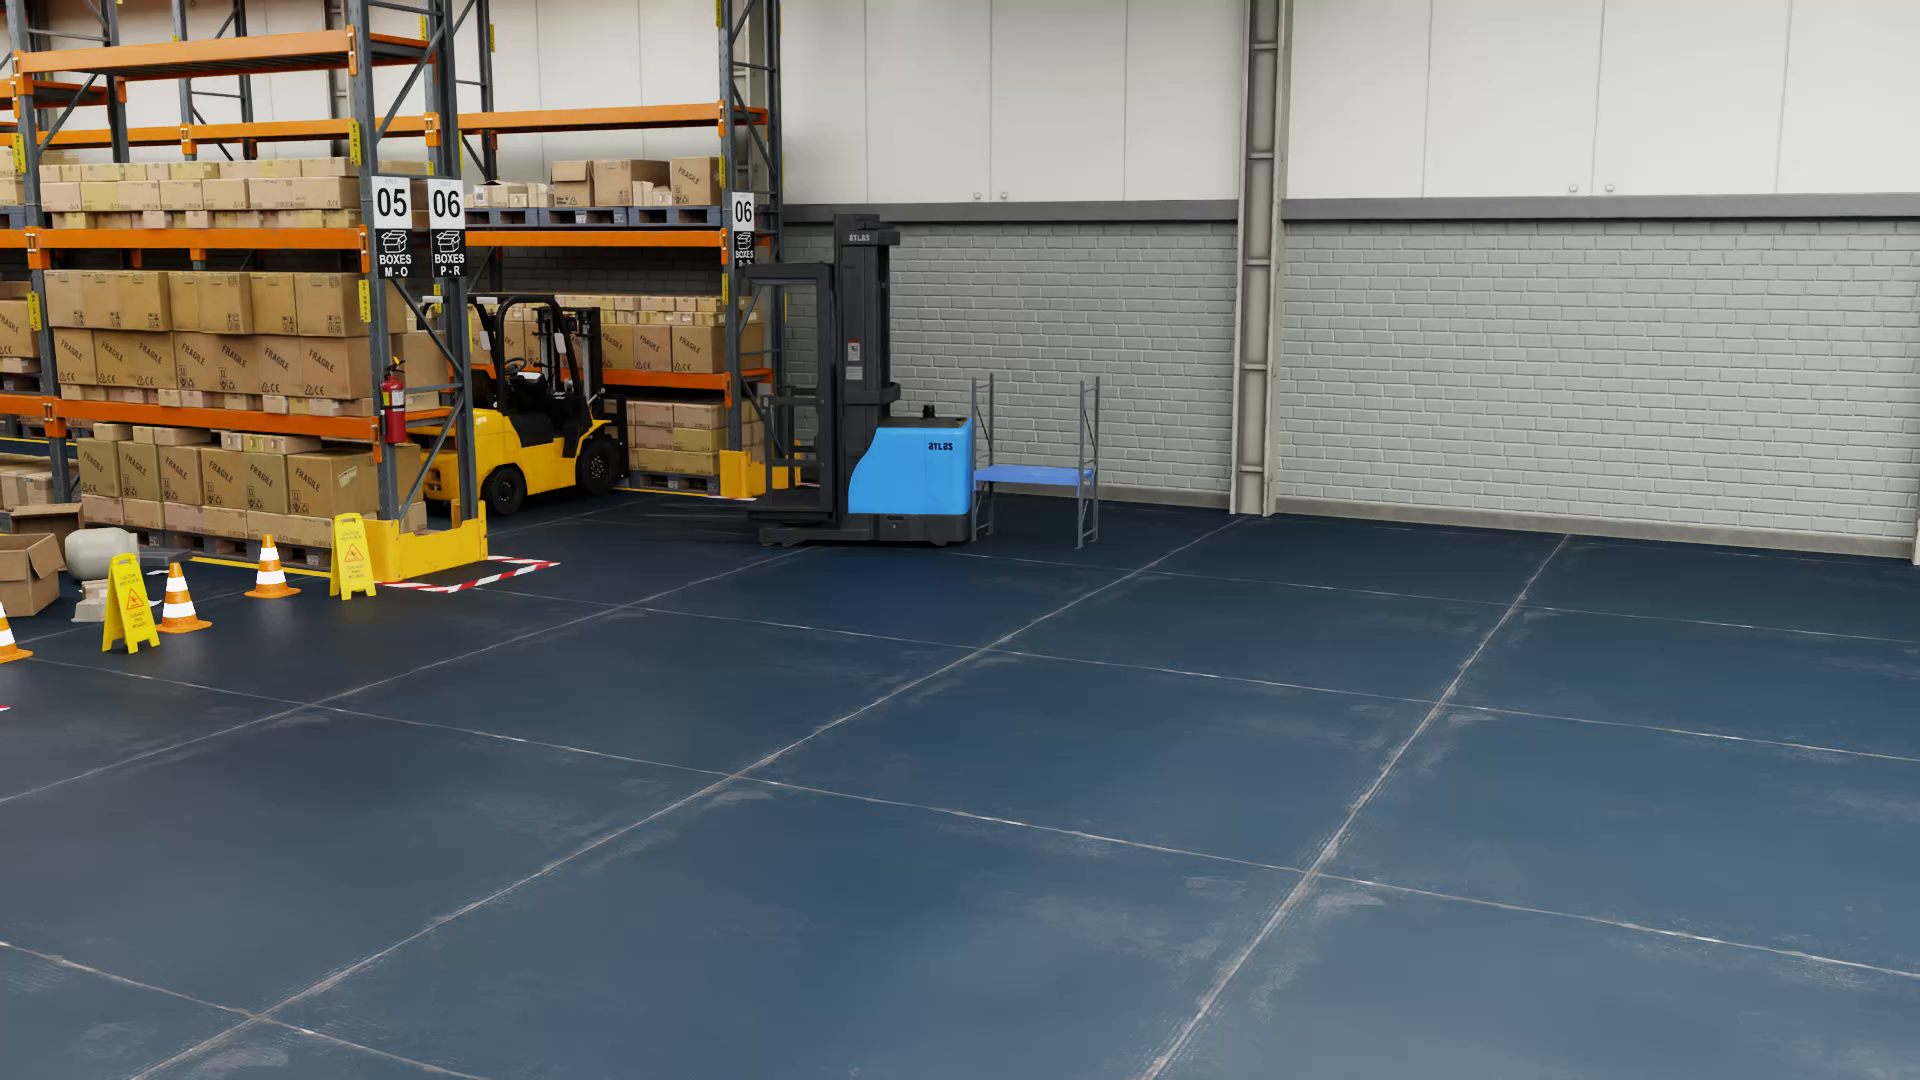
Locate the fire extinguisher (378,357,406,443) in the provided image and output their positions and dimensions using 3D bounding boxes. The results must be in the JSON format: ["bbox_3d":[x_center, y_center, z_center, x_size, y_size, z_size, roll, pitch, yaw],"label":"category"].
[{"bbox_3d":[-4.498,-1.111,13.184,0.183,0.674,0.296,5,11,26],"label":"fire extinguisher"}]

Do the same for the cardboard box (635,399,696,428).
[{"bbox_3d":[-3.215,-1.396,18.276,0.500,0.250,0.500,5,12,27],"label":"cardboard box"}]

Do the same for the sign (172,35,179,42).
[{"bbox_3d":[-9.609,-6.018,20.391,0.005,0.325,0.100,5,11,26],"label":"sign"}]

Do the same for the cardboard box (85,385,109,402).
[{"bbox_3d":[-7.594,-1.336,14.913,0.250,0.149,0.380,5,12,27],"label":"cardboard box"}]

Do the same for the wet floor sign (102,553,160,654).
[{"bbox_3d":[-5.594,0.411,11.166,0.232,0.644,0.267,3,11,16],"label":"wet floor sign"}]

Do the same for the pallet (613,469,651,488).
[{"bbox_3d":[-3.998,-0.803,19.092,1.213,0.211,1.003,5,11,26],"label":"pallet"}]

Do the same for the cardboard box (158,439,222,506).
[{"bbox_3d":[-6.625,-0.599,14.571,0.500,0.500,0.500,6,12,29],"label":"cardboard box"}]

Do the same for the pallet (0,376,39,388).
[{"bbox_3d":[-9.778,-1.618,16.308,1.213,0.211,1.003,5,11,26],"label":"pallet"}]

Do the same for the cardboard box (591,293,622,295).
[{"bbox_3d":[-4.024,-2.747,19.068,0.250,0.149,0.380,5,12,27],"label":"cardboard box"}]

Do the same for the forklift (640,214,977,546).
[{"bbox_3d":[-1.393,-1.476,15.177,3.031,2.935,1.130,1,10,6],"label":"forklift"}]

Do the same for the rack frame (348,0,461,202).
[{"bbox_3d":[-4.397,-4.184,13.099,0.127,3.000,1.000,5,11,26],"label":"rack frame"}]

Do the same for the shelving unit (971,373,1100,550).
[{"bbox_3d":[0.681,-0.729,15.065,1.048,1.500,0.538,4,11,21],"label":"shelving unit"}]

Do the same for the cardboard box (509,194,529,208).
[{"bbox_3d":[-4.834,-3.804,18.668,0.250,0.149,0.380,5,12,28],"label":"cardboard box"}]

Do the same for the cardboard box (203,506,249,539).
[{"bbox_3d":[-6.174,-0.189,14.411,0.500,0.250,0.500,5,11,24],"label":"cardboard box"}]

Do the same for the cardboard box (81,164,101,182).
[{"bbox_3d":[-7.367,-3.177,14.424,0.250,0.149,0.380,5,11,24],"label":"cardboard box"}]

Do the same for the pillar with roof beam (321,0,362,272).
[{"bbox_3d":[-9.715,-4.961,17.393,0.400,9.000,9.100,5,11,26],"label":"pillar with roof beam"}]

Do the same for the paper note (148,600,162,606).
[{"bbox_3d":[-6.125,0.473,12.553,0.142,0.019,0.148,1,10,6],"label":"paper note"}]

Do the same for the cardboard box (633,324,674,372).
[{"bbox_3d":[-3.223,-2.113,18.223,0.500,0.500,0.500,5,12,28],"label":"cardboard box"}]

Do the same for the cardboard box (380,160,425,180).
[{"bbox_3d":[-4.625,-3.037,13.652,0.250,0.149,0.380,5,11,25],"label":"cardboard box"}]

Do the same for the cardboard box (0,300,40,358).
[{"bbox_3d":[-8.500,-1.949,15.301,0.500,0.500,0.500,5,11,25],"label":"cardboard box"}]

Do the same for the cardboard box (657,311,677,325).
[{"bbox_3d":[-3.087,-2.421,18.104,0.250,0.149,0.380,5,12,27],"label":"cardboard box"}]

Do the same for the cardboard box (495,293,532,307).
[{"bbox_3d":[-5.129,-2.757,19.126,0.250,0.149,0.380,5,11,25],"label":"cardboard box"}]

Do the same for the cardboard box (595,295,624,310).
[{"bbox_3d":[-3.807,-2.619,18.359,0.250,0.149,0.380,5,12,27],"label":"cardboard box"}]

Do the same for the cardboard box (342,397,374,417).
[{"bbox_3d":[-4.827,-1.103,13.630,0.250,0.149,0.380,5,12,28],"label":"cardboard box"}]

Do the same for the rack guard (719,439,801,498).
[{"bbox_3d":[-2.182,-0.793,18.227,0.348,0.500,1.175,5,11,26],"label":"rack guard"}]

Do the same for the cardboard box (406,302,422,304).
[{"bbox_3d":[-6.691,-2.837,20.398,0.250,0.149,0.380,5,11,25],"label":"cardboard box"}]

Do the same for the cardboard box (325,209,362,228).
[{"bbox_3d":[-4.841,-2.568,13.297,0.250,0.149,0.380,5,11,26],"label":"cardboard box"}]

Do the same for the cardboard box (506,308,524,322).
[{"bbox_3d":[-4.954,-2.574,18.946,0.250,0.149,0.380,5,12,27],"label":"cardboard box"}]

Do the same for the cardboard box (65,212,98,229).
[{"bbox_3d":[-7.604,-2.806,14.613,0.250,0.149,0.380,5,11,26],"label":"cardboard box"}]

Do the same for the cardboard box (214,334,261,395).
[{"bbox_3d":[-5.900,-1.506,14.034,0.500,0.500,0.500,5,11,26],"label":"cardboard box"}]

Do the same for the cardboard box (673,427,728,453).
[{"bbox_3d":[-2.779,-1.113,18.114,0.500,0.250,0.500,5,11,25],"label":"cardboard box"}]

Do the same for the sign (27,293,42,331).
[{"bbox_3d":[-8.226,-2.028,14.781,0.005,0.325,0.100,5,11,26],"label":"sign"}]

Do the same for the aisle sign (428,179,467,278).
[{"bbox_3d":[-4.204,-2.556,13.649,0.004,0.787,0.394,5,11,26],"label":"aisle sign"}]

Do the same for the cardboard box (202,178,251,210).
[{"bbox_3d":[-5.893,-2.858,13.780,0.500,0.250,0.500,5,12,27],"label":"cardboard box"}]

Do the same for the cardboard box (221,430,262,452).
[{"bbox_3d":[-6.049,-0.855,14.164,0.250,0.149,0.380,6,12,28],"label":"cardboard box"}]

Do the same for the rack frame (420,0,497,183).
[{"bbox_3d":[-5.791,-5.292,19.223,0.127,3.000,1.000,5,11,26],"label":"rack frame"}]

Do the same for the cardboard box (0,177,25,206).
[{"bbox_3d":[-8.572,-3.179,15.210,0.500,0.250,0.500,5,11,25],"label":"cardboard box"}]

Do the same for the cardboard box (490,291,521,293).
[{"bbox_3d":[-5.371,-2.878,19.791,0.250,0.149,0.380,5,11,26],"label":"cardboard box"}]

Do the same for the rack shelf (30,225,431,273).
[{"bbox_3d":[-6.190,-2.511,14.301,4.000,0.370,1.077,5,11,26],"label":"rack shelf"}]

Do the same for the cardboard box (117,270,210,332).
[{"bbox_3d":[-6.799,-2.078,14.384,0.500,0.500,0.700,5,11,25],"label":"cardboard box"}]

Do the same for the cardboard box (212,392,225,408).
[{"bbox_3d":[-6.189,-1.227,14.313,0.250,0.149,0.380,5,11,26],"label":"cardboard box"}]

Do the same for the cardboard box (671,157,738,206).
[{"bbox_3d":[-2.709,-3.802,17.671,0.500,0.500,0.500,5,12,28],"label":"cardboard box"}]

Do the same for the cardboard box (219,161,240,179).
[{"bbox_3d":[-5.926,-3.073,13.851,0.250,0.149,0.380,5,11,24],"label":"cardboard box"}]

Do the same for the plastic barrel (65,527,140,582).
[{"bbox_3d":[-6.919,0.115,13.426,0.512,0.421,0.421,-4,11,-23],"label":"plastic barrel"}]

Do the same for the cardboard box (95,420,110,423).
[{"bbox_3d":[-11.241,-1.751,22.340,0.500,0.500,0.500,5,11,24],"label":"cardboard box"}]

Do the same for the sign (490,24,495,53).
[{"bbox_3d":[-5.523,-5.916,19.604,0.005,0.325,0.100,5,11,26],"label":"sign"}]

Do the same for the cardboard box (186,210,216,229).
[{"bbox_3d":[-6.238,-2.682,13.927,0.250,0.149,0.380,5,11,25],"label":"cardboard box"}]

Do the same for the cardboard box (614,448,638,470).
[{"bbox_3d":[-3.651,-0.947,18.599,0.500,0.250,0.500,5,11,26],"label":"cardboard box"}]

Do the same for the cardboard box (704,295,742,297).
[{"bbox_3d":[-2.621,-2.631,18.428,0.250,0.149,0.380,5,12,28],"label":"cardboard box"}]

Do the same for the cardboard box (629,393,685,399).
[{"bbox_3d":[-3.445,-1.518,18.952,0.500,0.250,0.500,5,11,25],"label":"cardboard box"}]

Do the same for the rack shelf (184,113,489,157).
[{"bbox_3d":[-7.585,-4.899,20.193,4.000,0.370,1.077,5,11,26],"label":"rack shelf"}]

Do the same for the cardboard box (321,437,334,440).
[{"bbox_3d":[-5.936,-0.645,14.829,0.500,0.500,0.500,5,12,27],"label":"cardboard box"}]
